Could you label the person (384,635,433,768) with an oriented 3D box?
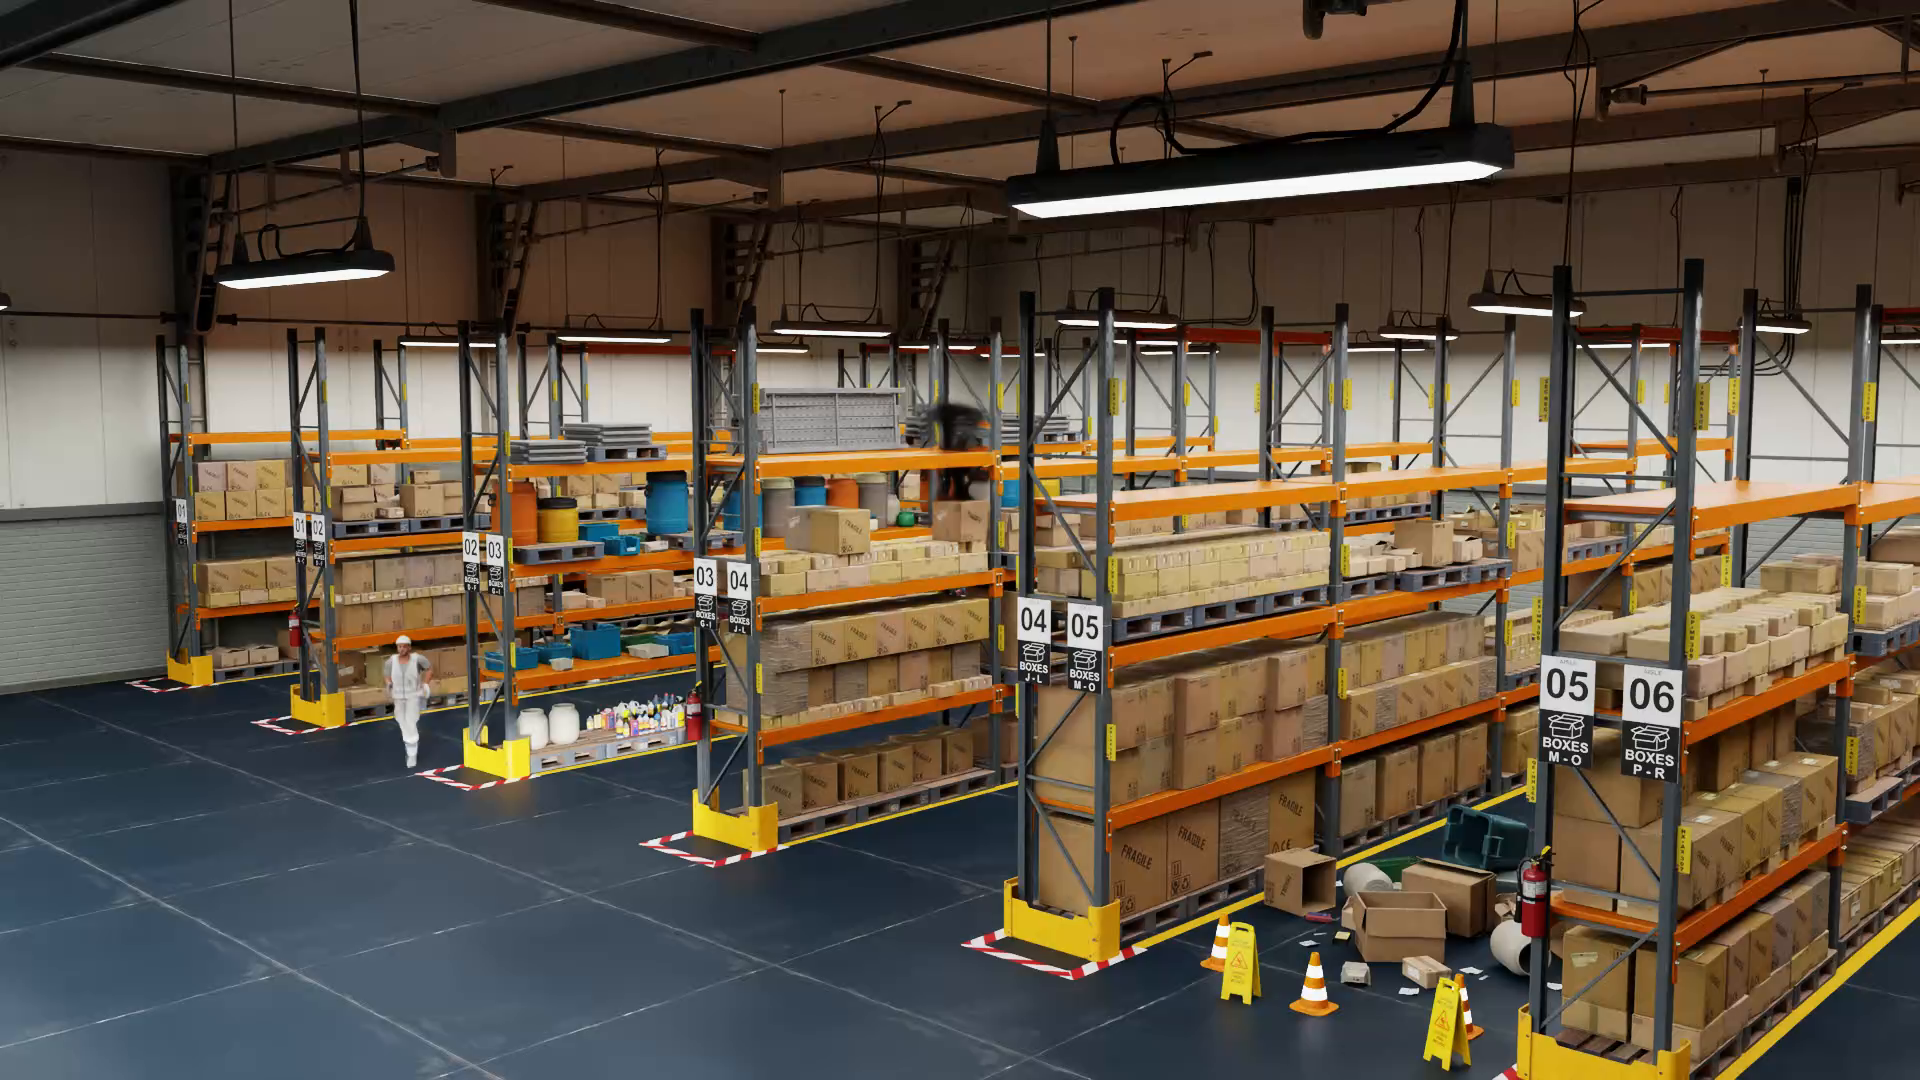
[{"bbox_3d":[-7.496,2.179,22.560,0.584,1.819,0.864,0,5,-1],"label":"person"}]
